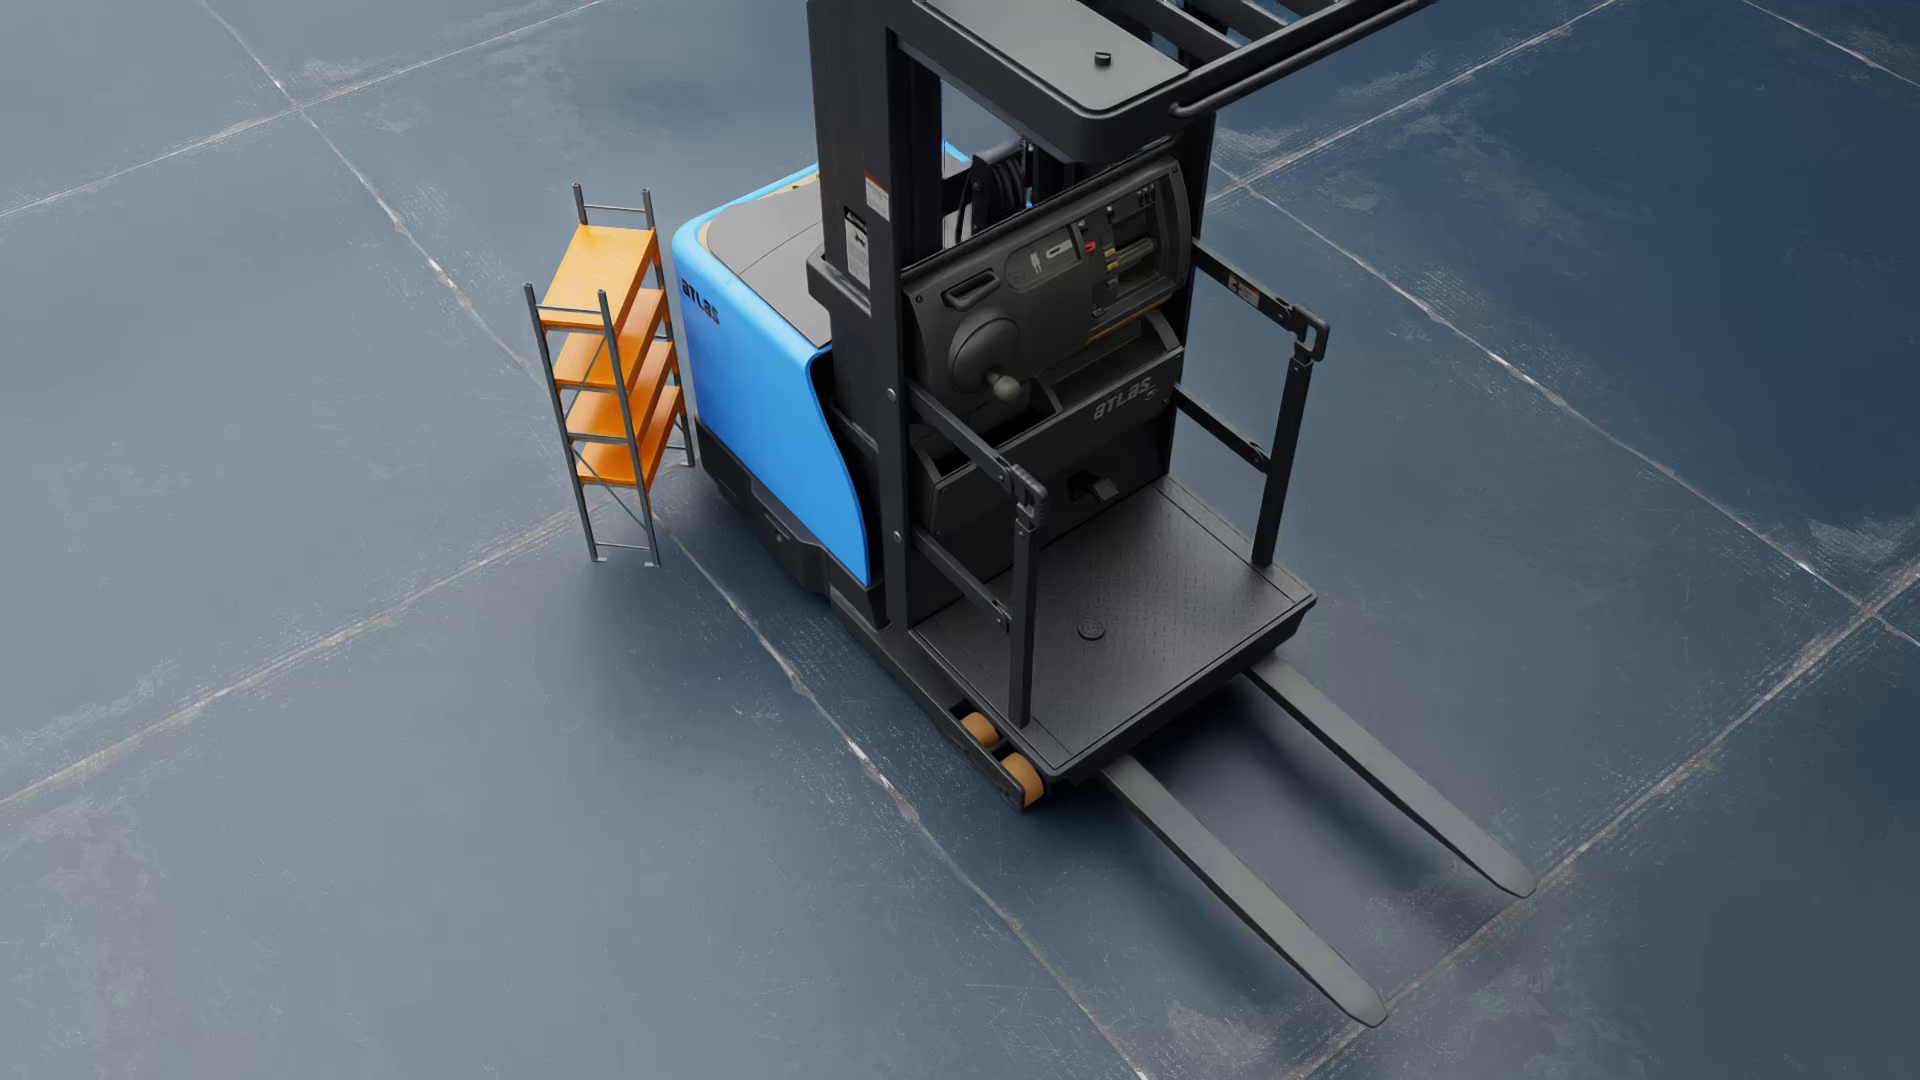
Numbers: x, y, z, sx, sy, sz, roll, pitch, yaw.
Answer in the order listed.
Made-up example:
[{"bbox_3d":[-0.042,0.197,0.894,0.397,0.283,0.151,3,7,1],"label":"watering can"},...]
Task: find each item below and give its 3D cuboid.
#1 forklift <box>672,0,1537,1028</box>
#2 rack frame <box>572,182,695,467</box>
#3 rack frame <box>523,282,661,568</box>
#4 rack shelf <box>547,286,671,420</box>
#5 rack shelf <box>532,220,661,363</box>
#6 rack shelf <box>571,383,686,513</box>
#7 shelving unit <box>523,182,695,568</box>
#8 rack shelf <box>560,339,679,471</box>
[{"bbox_3d":[0.390,-0.602,4.317,1.130,2.935,3.031,-30,55,-25],"label":"forklift"},{"bbox_3d":[-1.075,-0.683,5.559,0.240,1.200,0.015,6,48,5],"label":"rack frame"},{"bbox_3d":[-1.140,-0.325,5.234,0.240,1.200,0.015,6,48,5],"label":"rack frame"},{"bbox_3d":[-1.108,-0.609,5.281,0.258,0.148,0.480,6,48,5],"label":"rack shelf"},{"bbox_3d":[-1.108,-0.768,5.106,0.258,0.148,0.480,6,48,5],"label":"rack shelf"},{"bbox_3d":[-1.107,-0.325,5.594,0.258,0.148,0.480,6,48,5],"label":"rack shelf"},{"bbox_3d":[-1.108,-0.504,5.397,0.258,1.200,0.503,6,48,5],"label":"shelving unit"},{"bbox_3d":[-1.108,-0.459,5.447,0.258,0.148,0.480,6,48,5],"label":"rack shelf"}]
